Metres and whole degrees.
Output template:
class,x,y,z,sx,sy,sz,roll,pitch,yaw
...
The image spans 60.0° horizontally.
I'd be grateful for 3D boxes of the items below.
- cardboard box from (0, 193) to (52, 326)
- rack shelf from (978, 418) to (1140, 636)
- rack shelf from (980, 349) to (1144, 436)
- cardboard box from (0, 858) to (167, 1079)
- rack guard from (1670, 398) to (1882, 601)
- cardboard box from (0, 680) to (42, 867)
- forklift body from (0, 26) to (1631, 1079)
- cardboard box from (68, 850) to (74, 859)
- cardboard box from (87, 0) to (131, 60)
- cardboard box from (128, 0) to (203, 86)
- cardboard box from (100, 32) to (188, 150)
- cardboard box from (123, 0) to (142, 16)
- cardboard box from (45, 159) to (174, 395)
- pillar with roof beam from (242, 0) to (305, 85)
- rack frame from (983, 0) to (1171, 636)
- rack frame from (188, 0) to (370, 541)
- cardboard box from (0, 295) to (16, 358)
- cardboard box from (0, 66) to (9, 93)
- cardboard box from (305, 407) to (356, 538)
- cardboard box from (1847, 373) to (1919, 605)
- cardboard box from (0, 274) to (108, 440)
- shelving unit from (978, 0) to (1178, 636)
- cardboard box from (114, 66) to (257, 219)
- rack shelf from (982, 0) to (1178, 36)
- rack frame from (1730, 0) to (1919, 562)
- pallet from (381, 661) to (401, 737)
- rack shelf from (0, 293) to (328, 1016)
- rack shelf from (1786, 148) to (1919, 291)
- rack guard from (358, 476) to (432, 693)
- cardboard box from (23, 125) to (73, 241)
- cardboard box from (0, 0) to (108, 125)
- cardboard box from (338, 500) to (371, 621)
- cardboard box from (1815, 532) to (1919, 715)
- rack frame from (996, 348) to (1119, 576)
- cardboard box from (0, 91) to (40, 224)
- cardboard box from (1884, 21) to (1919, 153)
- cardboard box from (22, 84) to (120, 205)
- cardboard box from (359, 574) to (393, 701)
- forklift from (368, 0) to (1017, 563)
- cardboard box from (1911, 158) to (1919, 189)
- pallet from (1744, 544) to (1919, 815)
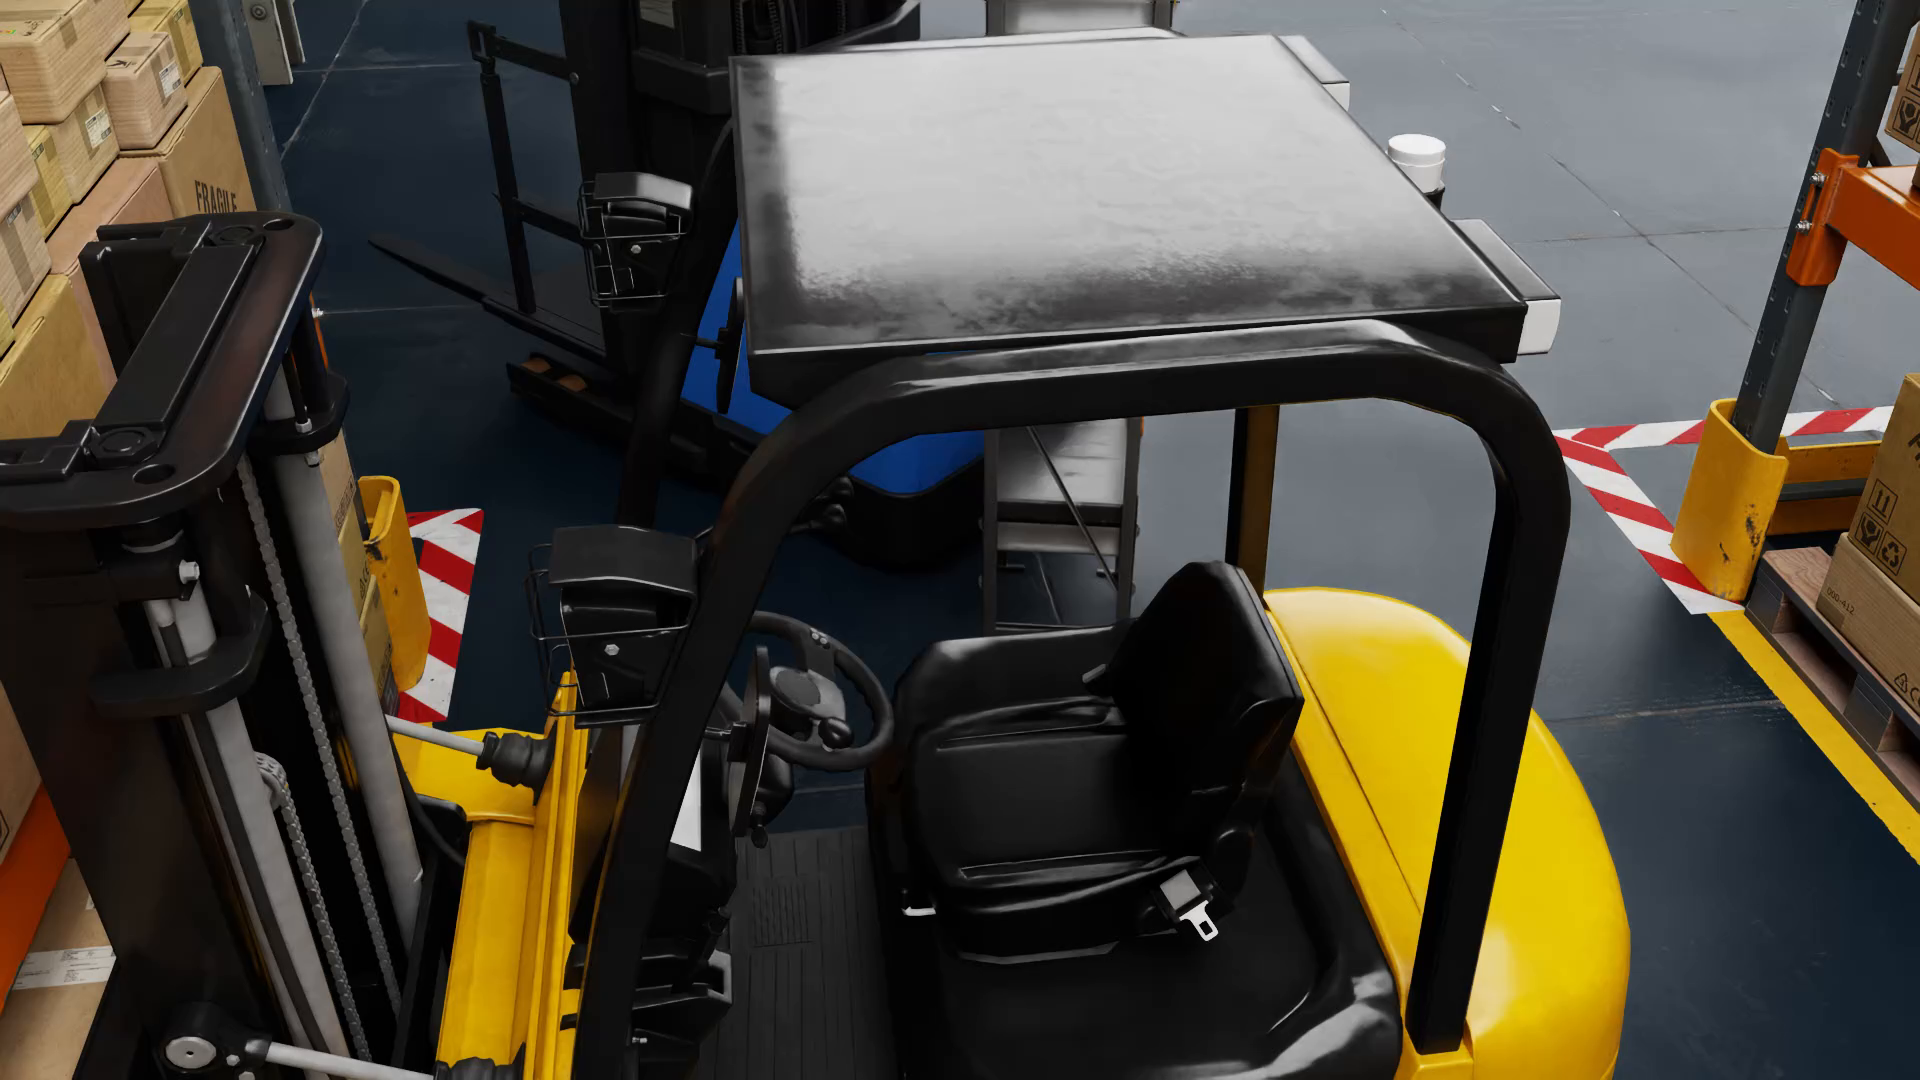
class,x,y,z,sx,sy,sz,roll,pitch,yaw
cardboard box,-1.639,-0.419,2.536,0.380,0.149,0.250,-5,35,-8
rack shelf,0.286,-0.046,4.719,0.431,0.518,0.480,3,34,4
rack shelf,0.285,-0.624,4.325,0.431,0.518,0.480,3,34,4
cardboard box,-1.522,0.776,2.629,0.500,0.250,0.500,-5,35,-7
rack guard,2.822,-0.159,5.039,1.175,0.500,0.348,-4,35,-6
cardboard box,-1.571,0.213,2.185,0.500,0.500,0.500,-4,34,-6
forklift body,-0.043,0.415,2.731,2.313,2.155,1.214,-4,35,-6
cardboard box,-1.583,0.492,3.045,0.500,0.250,0.500,-4,34,-6
cardboard box,-1.785,-0.969,3.079,0.380,0.149,0.250,-4,35,-6
cardboard box,-1.782,-0.993,3.379,0.380,0.149,0.250,-4,34,-6
cardboard box,-1.718,-0.853,3.173,0.380,0.149,0.250,-4,34,-6
cardboard box,-1.849,-1.104,3.278,0.380,0.149,0.250,-4,35,-6
cardboard box,-1.719,-0.352,3.015,0.500,0.500,0.500,-3,34,-5
pillar with roof beam,0.553,-6.552,6.874,9.100,9.000,0.400,-4,35,-6
rack frame,0.263,-0.499,4.116,0.400,2.100,0.015,3,34,4
rack frame,-2.106,-0.856,3.842,1.000,3.000,0.127,-4,35,-6
cardboard box,-1.585,-0.279,2.331,0.380,0.149,0.250,-4,34,-6
cardboard box,-1.763,-0.681,2.656,0.380,0.149,0.250,-4,34,-6
cardboard box,-1.735,-0.073,3.874,0.500,0.250,0.500,-3,34,-5
cardboard box,2.650,-0.097,4.131,0.500,0.500,0.500,-5,35,-8
cardboard box,-1.650,-0.066,2.595,0.500,0.500,0.500,-5,35,-7
shelving unit,0.285,-0.635,4.317,0.431,2.100,0.503,3,34,4
cardboard box,-1.780,-0.643,3.440,0.500,0.500,0.500,-5,35,-7
rack shelf,0.284,-1.203,3.931,0.431,0.518,0.480,3,34,4
rack frame,2.812,-1.234,4.397,1.000,3.000,0.127,-4,35,-6
pallet,-1.962,0.720,4.006,1.003,0.211,1.213,-4,35,-6
rack shelf,-1.837,0.557,2.407,1.077,0.370,4.000,-4,35,-6
rack shelf,3.081,0.179,2.962,1.077,0.370,4.000,-4,35,-6
rack guard,-2.109,0.164,4.566,1.175,0.500,0.348,-4,35,-6
cardboard box,-1.722,-0.564,2.749,0.380,0.149,0.250,-5,35,-7
cardboard box,-1.723,-0.825,2.868,0.380,0.149,0.250,-4,34,-5
cardboard box,-1.731,0.148,3.994,0.500,0.250,0.500,-5,35,-7
cardboard box,2.646,0.200,4.362,0.500,0.250,0.500,-5,35,-7
rack frame,0.308,-0.772,4.518,0.400,2.100,0.015,3,34,4
cardboard box,-1.618,-0.544,2.455,0.380,0.149,0.250,-4,34,-5
cardboard box,2.601,-1.113,3.866,0.500,0.500,0.500,-5,35,-7
cardboard box,-1.744,-0.703,2.954,0.380,0.149,0.250,-4,34,-5
cardboard box,-1.730,0.345,4.149,0.500,0.250,0.500,-4,34,-6
forklift,-0.982,-1.828,5.329,3.031,2.935,1.130,25,42,32
cardboard box,2.653,-0.925,4.167,0.380,0.149,0.250,-4,35,-6
pallet,2.896,0.417,4.451,1.003,0.211,1.213,-4,35,-6
